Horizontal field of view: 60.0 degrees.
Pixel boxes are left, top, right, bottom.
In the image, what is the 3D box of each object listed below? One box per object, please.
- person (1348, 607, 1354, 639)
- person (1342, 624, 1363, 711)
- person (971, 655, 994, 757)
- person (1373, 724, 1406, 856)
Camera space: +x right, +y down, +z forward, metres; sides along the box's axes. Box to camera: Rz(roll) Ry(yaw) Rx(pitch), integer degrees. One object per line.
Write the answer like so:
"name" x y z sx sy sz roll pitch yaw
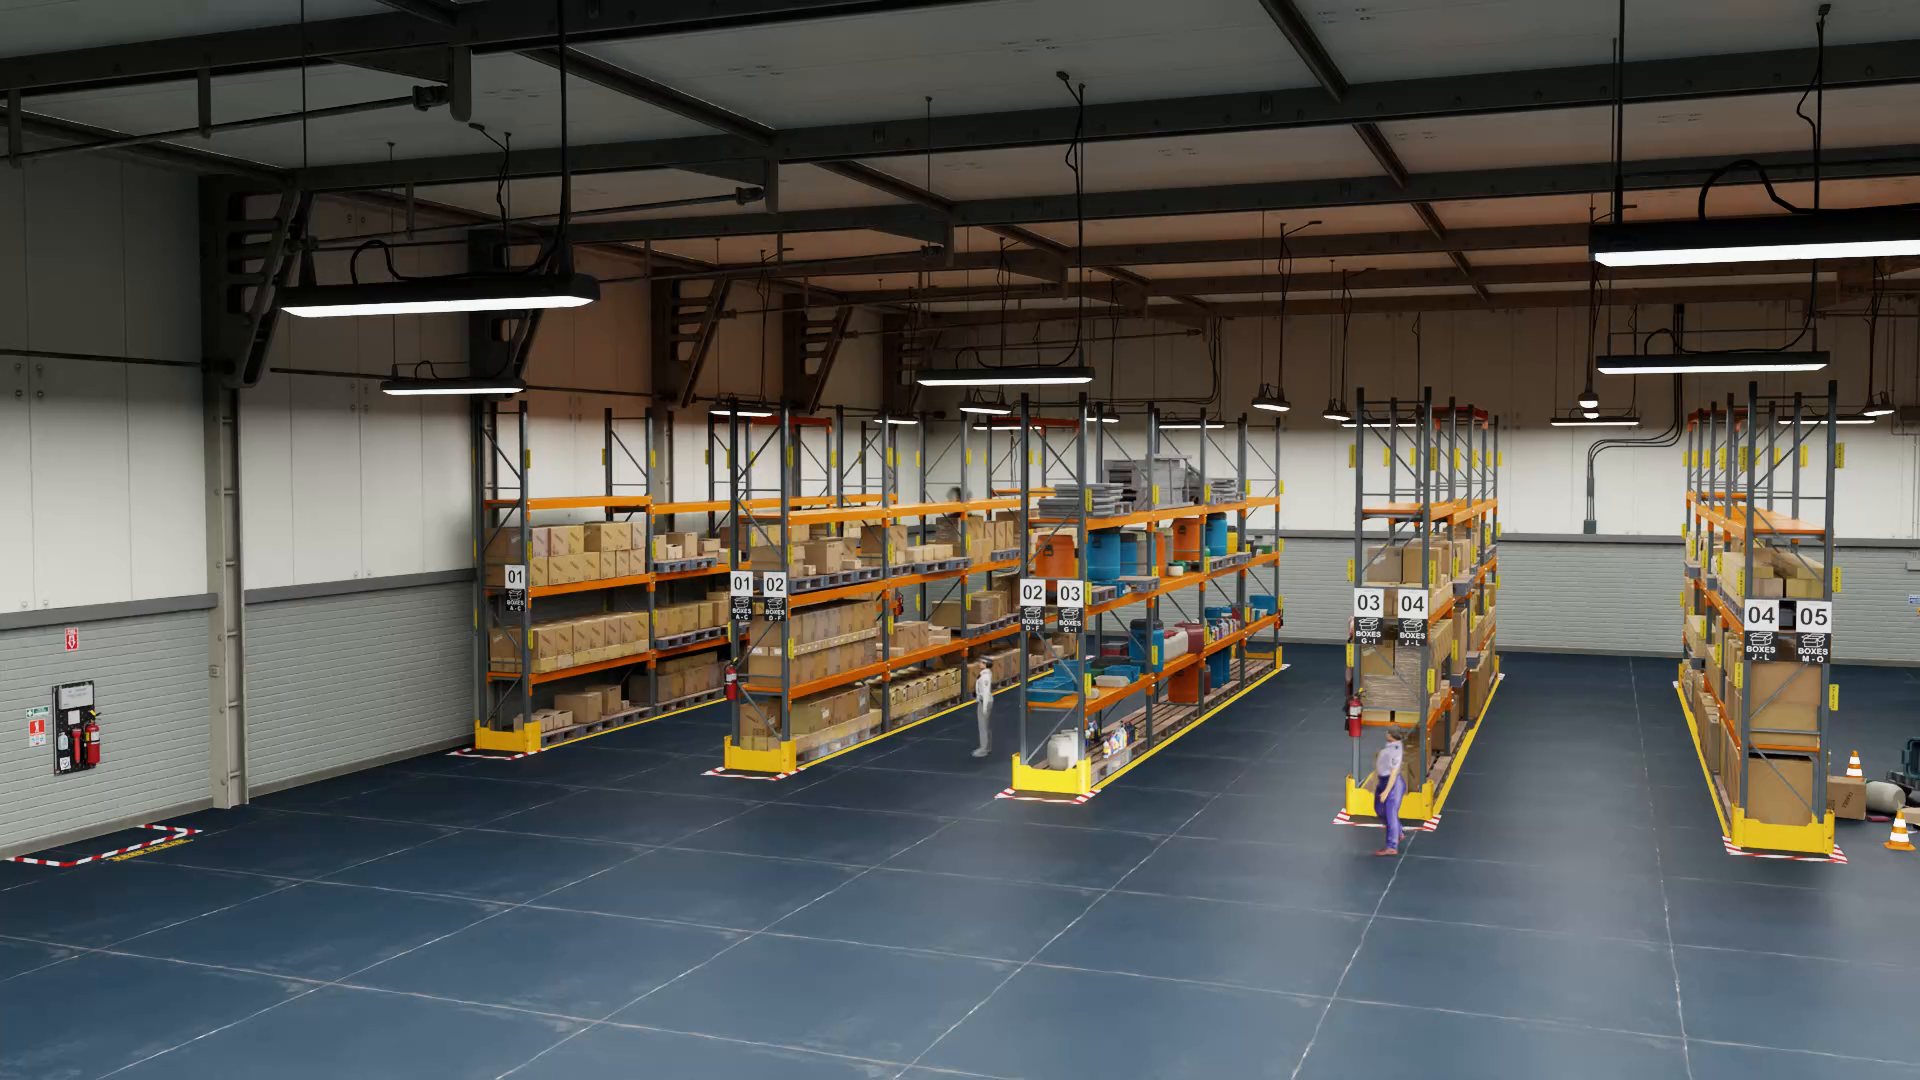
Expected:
"person" 8.921 2.300 37.289 0.495 1.733 1.051 1 3 19
"person" 7.913 2.506 33.100 0.557 1.692 0.995 1 3 25
"person" 0.388 2.791 28.163 0.377 1.703 0.511 0 3 5
"person" 5.471 3.144 21.147 0.464 1.648 0.583 0 3 3
